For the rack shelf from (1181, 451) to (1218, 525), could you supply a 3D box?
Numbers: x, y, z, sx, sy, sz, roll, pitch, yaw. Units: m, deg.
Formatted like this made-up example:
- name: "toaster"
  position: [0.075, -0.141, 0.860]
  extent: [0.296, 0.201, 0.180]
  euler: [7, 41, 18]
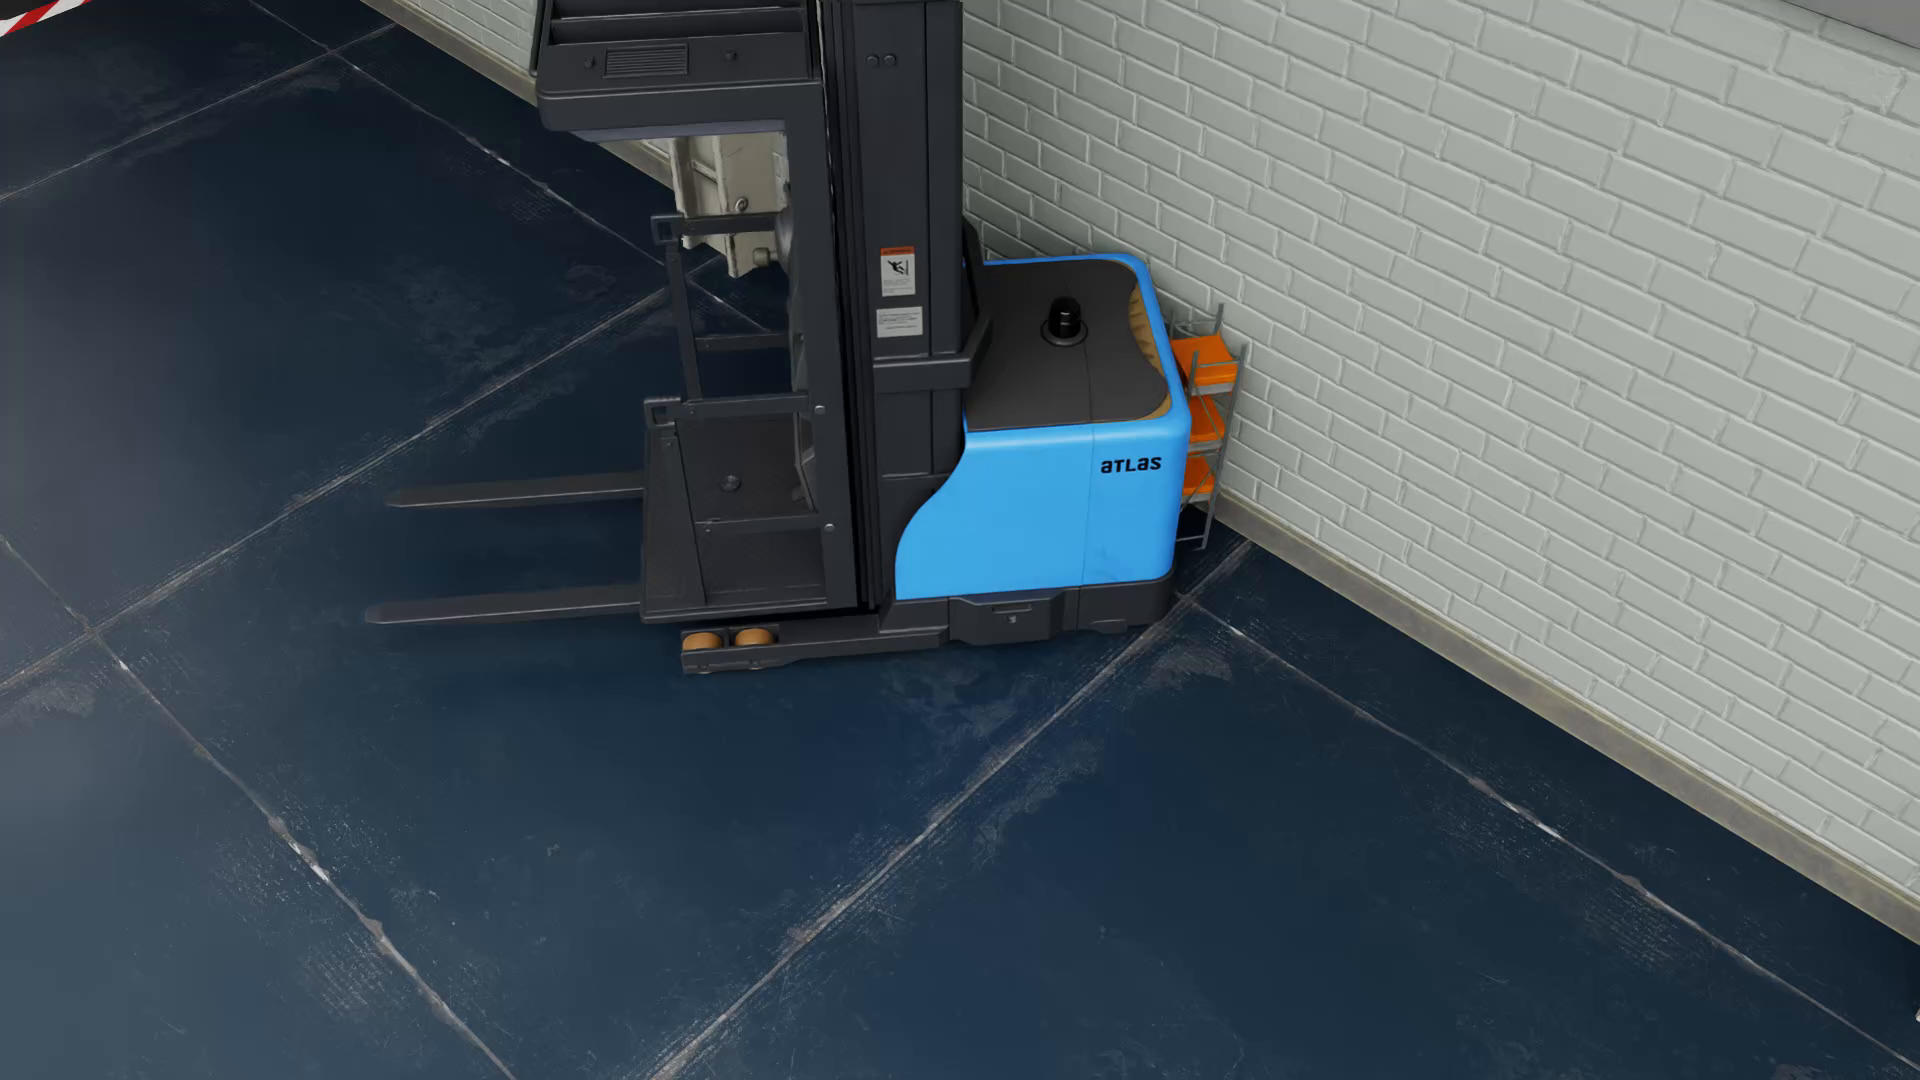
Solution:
- name: "rack shelf"
  position: [0.874, -0.205, 6.611]
  extent: [0.215, 0.259, 0.240]
  euler: [-8, 47, -11]

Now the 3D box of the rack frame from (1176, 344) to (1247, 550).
- name: "rack frame"
  position: [0.913, -0.320, 6.323]
  extent: [0.200, 1.050, 0.008]
  euler: [-8, 47, -11]

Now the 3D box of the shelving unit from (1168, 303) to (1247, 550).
- name: "shelving unit"
  position: [0.885, -0.406, 6.405]
  extent: [0.215, 1.050, 0.252]
  euler: [-8, 47, -11]

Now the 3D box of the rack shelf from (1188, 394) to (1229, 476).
- name: "rack shelf"
  position: [0.884, -0.399, 6.412]
  extent: [0.215, 0.259, 0.240]
  euler: [-8, 47, -11]

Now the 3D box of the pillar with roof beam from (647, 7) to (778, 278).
- name: "pillar with roof beam"
  position: [-4.028, -2.197, 2.640]
  extent: [0.400, 9.000, 9.100]
  euler: [34, 55, 28]

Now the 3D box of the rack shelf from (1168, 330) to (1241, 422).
- name: "rack shelf"
  position: [0.895, -0.597, 6.209]
  extent: [0.215, 0.259, 0.240]
  euler: [-8, 47, -11]

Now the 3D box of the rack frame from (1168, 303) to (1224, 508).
- name: "rack frame"
  position: [0.856, -0.492, 6.487]
  extent: [0.200, 1.050, 0.008]
  euler: [-8, 47, -11]

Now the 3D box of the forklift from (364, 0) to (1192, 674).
- name: "forklift"
  position: [-0.738, -0.906, 5.590]
  extent: [3.031, 2.935, 1.130]
  euler: [-4, 47, -4]
